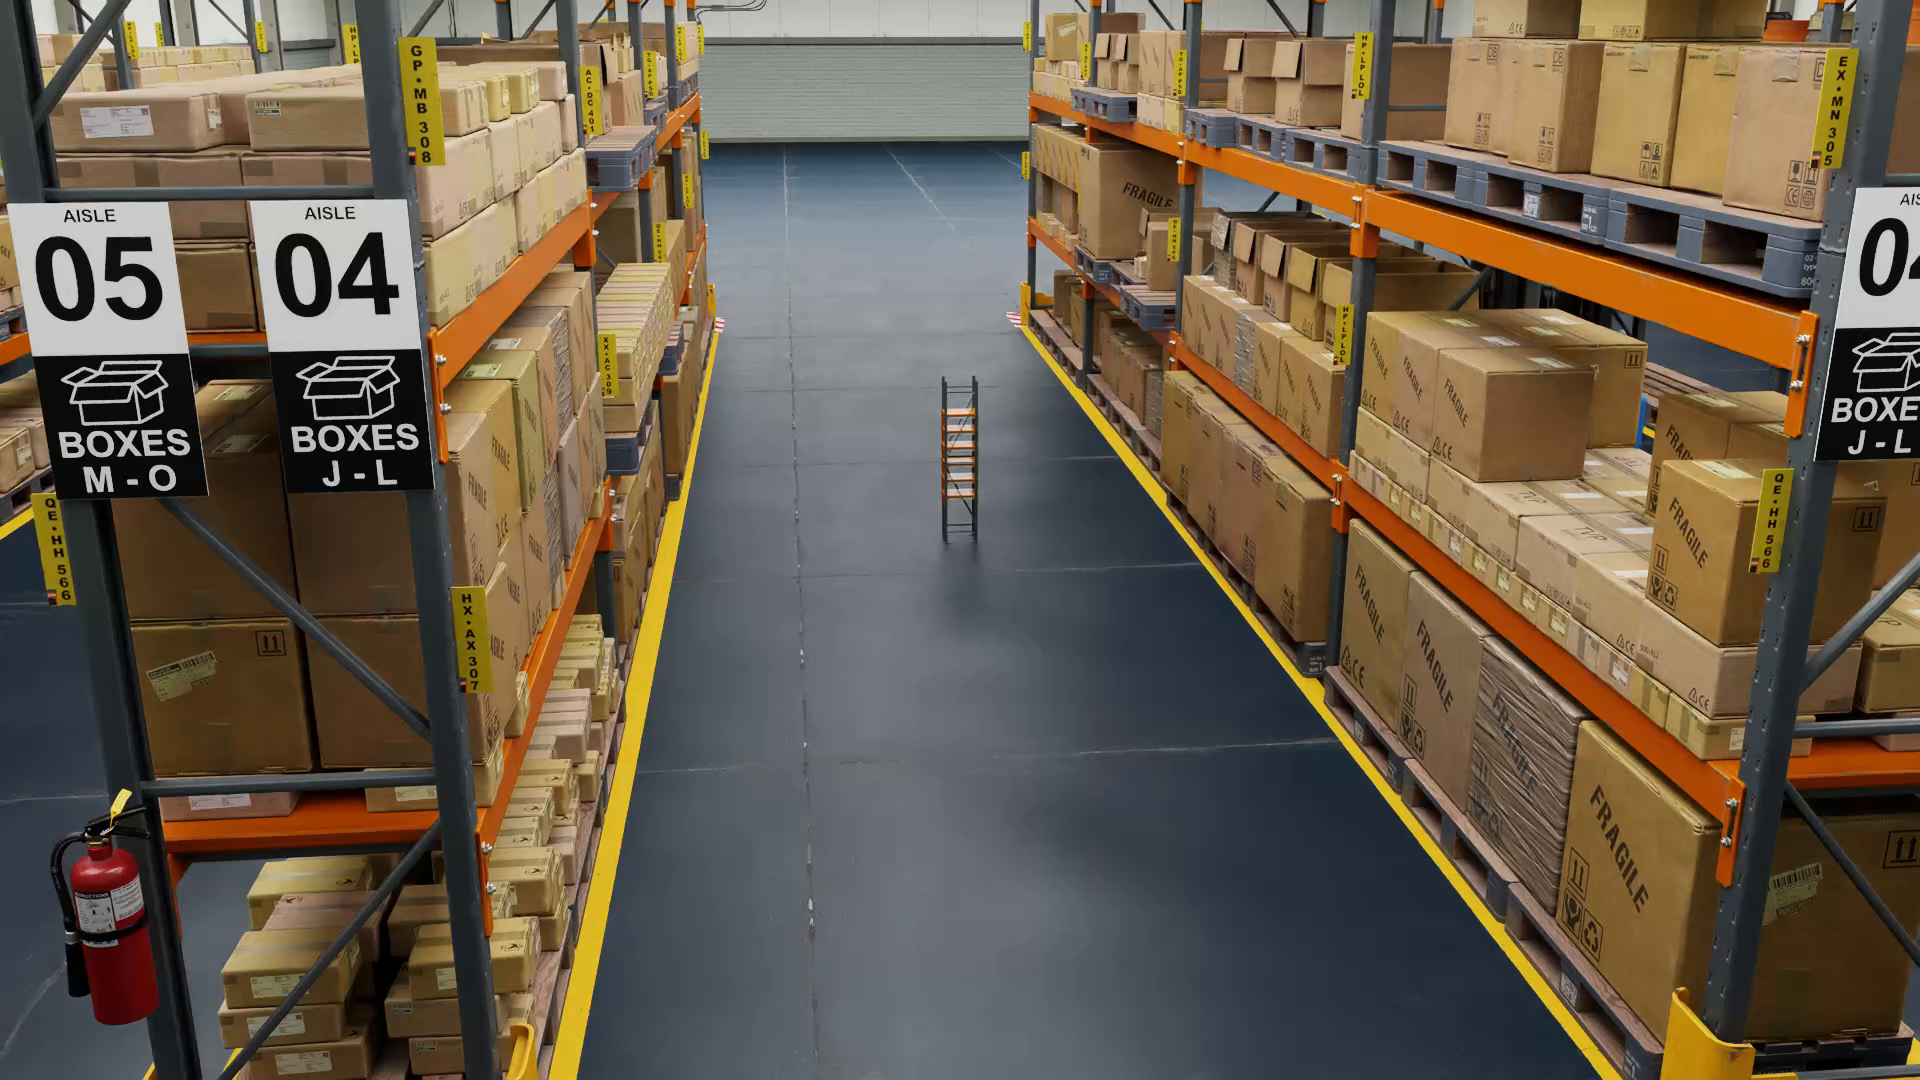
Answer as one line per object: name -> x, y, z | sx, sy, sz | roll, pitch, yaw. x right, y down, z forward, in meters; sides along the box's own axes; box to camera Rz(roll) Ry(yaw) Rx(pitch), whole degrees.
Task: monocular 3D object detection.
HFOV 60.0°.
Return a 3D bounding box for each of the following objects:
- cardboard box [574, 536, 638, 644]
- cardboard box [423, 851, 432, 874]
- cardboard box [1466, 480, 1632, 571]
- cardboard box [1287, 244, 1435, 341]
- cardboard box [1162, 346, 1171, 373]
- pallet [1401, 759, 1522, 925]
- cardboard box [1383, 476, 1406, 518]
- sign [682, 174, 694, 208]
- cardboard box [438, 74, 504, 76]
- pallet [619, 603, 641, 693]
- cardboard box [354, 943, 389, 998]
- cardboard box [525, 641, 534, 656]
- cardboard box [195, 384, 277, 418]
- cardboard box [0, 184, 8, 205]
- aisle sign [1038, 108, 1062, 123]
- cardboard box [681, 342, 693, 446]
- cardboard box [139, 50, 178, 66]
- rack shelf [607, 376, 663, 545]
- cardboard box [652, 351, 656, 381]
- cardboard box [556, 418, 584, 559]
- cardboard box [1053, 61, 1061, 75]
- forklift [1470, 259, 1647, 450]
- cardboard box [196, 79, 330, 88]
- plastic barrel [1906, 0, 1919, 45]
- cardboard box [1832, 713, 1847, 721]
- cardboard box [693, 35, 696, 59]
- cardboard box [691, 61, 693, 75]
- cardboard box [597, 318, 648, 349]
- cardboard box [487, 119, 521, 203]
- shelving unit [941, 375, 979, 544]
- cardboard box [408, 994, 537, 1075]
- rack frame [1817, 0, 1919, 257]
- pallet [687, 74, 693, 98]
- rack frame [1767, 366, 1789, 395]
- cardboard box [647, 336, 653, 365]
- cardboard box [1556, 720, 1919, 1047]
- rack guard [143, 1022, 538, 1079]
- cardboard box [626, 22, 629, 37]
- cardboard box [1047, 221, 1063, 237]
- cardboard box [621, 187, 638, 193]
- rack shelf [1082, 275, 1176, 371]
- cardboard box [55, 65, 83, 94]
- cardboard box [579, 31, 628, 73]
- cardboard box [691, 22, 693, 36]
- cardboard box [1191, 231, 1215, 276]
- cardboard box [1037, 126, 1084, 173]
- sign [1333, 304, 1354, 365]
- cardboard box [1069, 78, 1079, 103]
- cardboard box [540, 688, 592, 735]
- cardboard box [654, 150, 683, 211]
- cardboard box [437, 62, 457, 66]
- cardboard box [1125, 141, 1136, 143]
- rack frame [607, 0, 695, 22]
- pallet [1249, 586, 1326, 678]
cardboard box -> -2.175, 0.292, 9.712 | 0.500, 0.500, 0.500 | -1, 17, -3
cardboard box -> -2.416, 1.345, 6.944 | 0.380, 0.149, 0.250 | -1, 17, -5
cardboard box -> 2.518, -0.068, 7.140 | 0.500, 0.250, 0.500 | -2, 18, -6
cardboard box -> 2.448, -1.517, 10.158 | 0.797, 0.503, 0.637 | -2, 17, -5
cardboard box -> 2.005, -1.519, 14.193 | 0.500, 0.250, 0.500 | 0, 17, 1
pallet -> 2.711, 1.328, 7.594 | 1.003, 0.211, 1.213 | -2, 18, -6
cardboard box -> 2.336, -0.220, 8.291 | 0.380, 0.149, 0.250 | -1, 17, -4
sign -> -2.649, -3.390, 16.167 | 0.100, 0.325, 0.005 | -2, 18, -6
cardboard box -> -1.888, -1.636, 6.123 | 0.380, 0.149, 0.250 | -1, 17, -4
pallet -> -2.444, 0.626, 9.830 | 1.003, 0.211, 1.213 | -2, 18, -6
cardboard box -> -2.262, 1.509, 5.923 | 0.380, 0.149, 0.250 | -2, 18, -7
cardboard box -> -1.863, 0.347, 6.482 | 0.380, 0.149, 0.250 | -2, 18, -7
cardboard box -> -2.297, -0.227, 5.559 | 0.500, 0.500, 0.500 | -2, 18, -8
cardboard box -> -8.190, -2.901, 13.961 | 0.380, 0.149, 0.250 | -1, 17, -3
aisle sign -> 1.039, -5.420, 20.094 | 0.394, 0.787, 0.004 | -2, 18, -6
cardboard box -> -2.842, -1.236, 14.160 | 1.050, 0.750, 0.750 | -2, 17, -5
cardboard box -> -7.884, -4.703, 16.230 | 0.380, 0.149, 0.250 | -2, 18, -6
rack shelf -> -2.569, -0.725, 10.679 | 1.077, 0.370, 4.000 | -2, 18, -6
cardboard box -> -2.086, -1.073, 10.306 | 0.380, 0.149, 0.250 | -2, 18, -7
cardboard box -> -1.929, -0.224, 7.218 | 0.500, 0.500, 0.500 | -2, 18, -6
cardboard box -> 1.242, -5.243, 18.445 | 0.380, 0.149, 0.250 | -3, 18, -8
forklift -> 4.532, -1.866, 13.226 | 1.130, 2.935, 3.031 | 1, 17, 4
cardboard box -> -2.333, -1.464, 5.576 | 0.380, 0.149, 0.250 | -2, 18, -7
plastic barrel -> 7.151, -3.607, 12.234 | 0.600, 0.830, 0.708 | -2, 18, -6
cardboard box -> 3.258, 0.524, 5.920 | 0.380, 0.149, 0.250 | -2, 18, -6
cardboard box -> -3.221, -5.511, 18.600 | 0.500, 0.250, 0.500 | -2, 18, -6
cardboard box -> -3.072, -5.064, 17.842 | 0.380, 0.149, 0.250 | -2, 17, -5
cardboard box -> -2.028, -1.202, 9.723 | 0.380, 0.149, 0.250 | -2, 18, -6
cardboard box -> -1.832, -1.324, 5.794 | 0.500, 0.250, 0.500 | -2, 17, -5
shelving unit -> -0.001, -0.577, 12.011 | 0.258, 1.200, 0.189 | -2, 18, -6
cardboard box -> -1.686, 1.713, 5.770 | 0.380, 0.149, 0.250 | -1, 17, -5
rack frame -> 2.994, -2.266, 4.371 | 1.000, 3.000, 0.127 | -2, 18, -6
pallet -> -3.385, -4.851, 17.762 | 1.003, 0.211, 1.213 | -2, 18, -6
rack frame -> 7.095, -1.940, 13.349 | 1.000, 3.000, 0.127 | -2, 18, -6
cardboard box -> -2.059, -1.138, 10.016 | 0.380, 0.149, 0.250 | -1, 17, -3
cardboard box -> 2.848, 1.222, 6.125 | 0.875, 0.875, 0.875 | -2, 18, -6
rack guard -> -1.958, 1.889, 5.324 | 1.175, 0.500, 0.348 | -2, 18, -6
cardboard box -> -3.726, -5.423, 17.655 | 0.380, 0.149, 0.250 | -2, 17, -5
cardboard box -> 1.194, -3.509, 18.764 | 0.380, 0.149, 0.250 | -2, 18, -6
cardboard box -> -2.920, -2.626, 13.698 | 0.700, 0.500, 0.500 | -2, 18, -6
rack shelf -> 1.962, -2.040, 14.867 | 1.077, 0.370, 4.000 | -2, 18, -6
cardboard box -> -7.850, -3.912, 14.172 | 0.500, 0.250, 0.500 | -2, 17, -5
cardboard box -> -2.407, -3.243, 11.047 | 0.396, 0.266, 0.258 | -2, 18, -6
cardboard box -> -3.125, -5.595, 18.203 | 0.380, 0.149, 0.250 | -2, 18, -5
cardboard box -> 2.073, -2.195, 13.292 | 0.500, 0.500, 0.500 | -4, 18, -12
cardboard box -> 1.174, -4.516, 19.220 | 0.500, 0.500, 0.500 | -2, 18, -6
sign -> 2.042, -1.090, 8.842 | 0.100, 0.325, 0.005 | -2, 18, -6
cardboard box -> 1.406, -4.622, 17.134 | 0.500, 0.250, 0.500 | -1, 17, -4
cardboard box -> -1.900, 0.808, 7.661 | 0.380, 0.149, 0.250 | -3, 18, -8
cardboard box -> -3.192, -3.553, 16.435 | 0.875, 0.550, 0.550 | -2, 18, -6
cardboard box -> -2.574, -2.166, 7.812 | 0.380, 0.149, 0.250 | -2, 18, -7
cardboard box -> 1.963, -3.787, 16.900 | 0.500, 0.500, 0.500 | -2, 18, -6
rack frame -> -3.600, -6.910, 19.163 | 1.000, 3.000, 0.127 | -2, 18, -6
pallet -> 2.427, 0.507, 10.208 | 1.003, 0.211, 1.213 | -2, 18, -6
